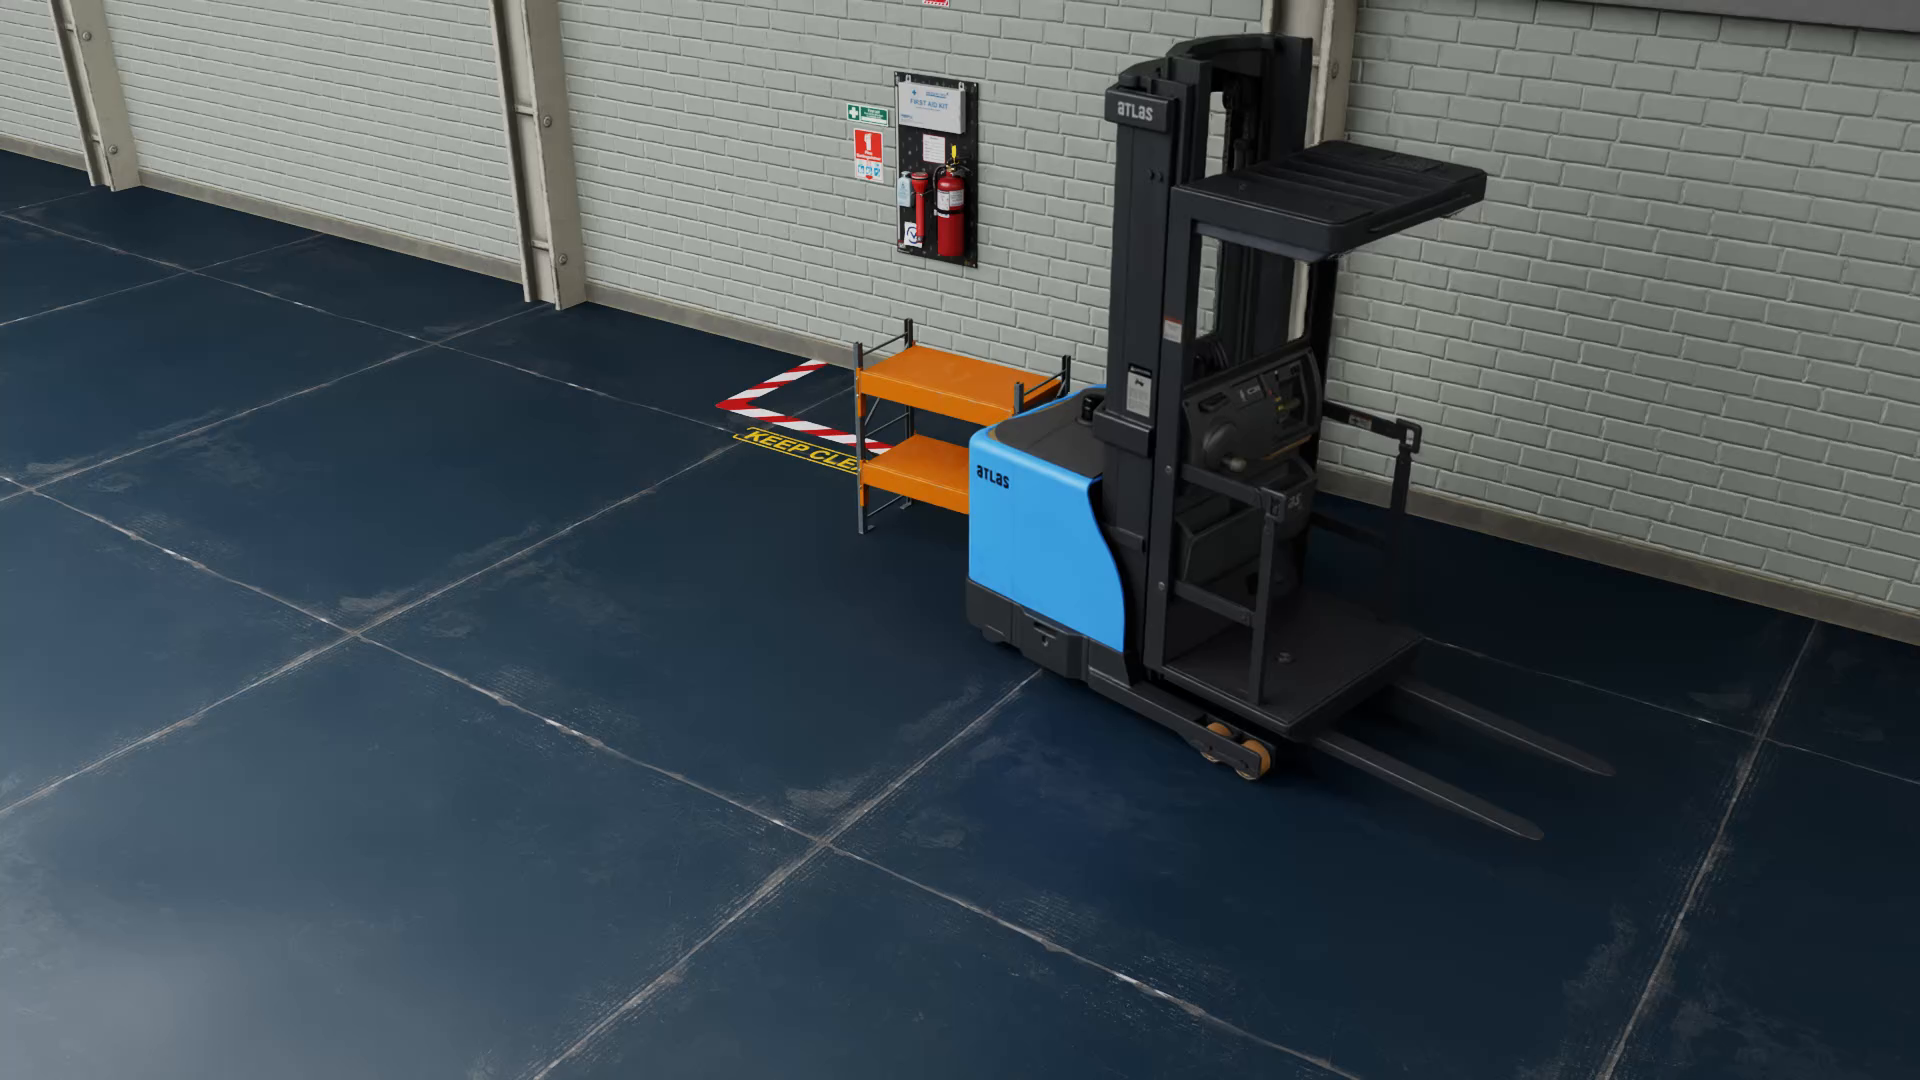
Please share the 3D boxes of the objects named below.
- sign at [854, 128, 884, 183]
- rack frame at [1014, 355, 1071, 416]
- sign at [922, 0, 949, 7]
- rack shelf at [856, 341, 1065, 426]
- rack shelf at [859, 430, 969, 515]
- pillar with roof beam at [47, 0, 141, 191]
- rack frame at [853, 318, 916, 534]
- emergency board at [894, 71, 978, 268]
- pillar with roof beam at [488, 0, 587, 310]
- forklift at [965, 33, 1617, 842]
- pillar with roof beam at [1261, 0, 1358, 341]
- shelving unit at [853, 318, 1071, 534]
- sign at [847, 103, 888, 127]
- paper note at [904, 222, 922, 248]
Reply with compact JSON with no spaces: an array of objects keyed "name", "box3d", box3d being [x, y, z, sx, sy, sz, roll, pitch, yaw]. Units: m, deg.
[{"name":"sign","box3d":[-0.595,-2.503,10.823,0.234,0.329,0.001,17,32,30]},{"name":"rack frame","box3d":[0.425,-0.369,8.735,0.032,1.125,0.500,17,32,30]},{"name":"sign","box3d":[-0.147,-3.379,10.027,0.199,0.298,0.001,17,32,30]},{"name":"rack shelf","box3d":[0.006,-0.760,8.859,1.000,0.278,0.538,17,32,30]},{"name":"rack shelf","box3d":[0.006,-0.282,9.102,1.000,0.278,0.538,17,32,30]},{"name":"pillar with roof beam","box3d":[-10.511,-5.804,10.733,0.400,9.000,9.100,17,32,30]},{"name":"rack frame","box3d":[-0.413,-0.630,9.248,0.032,1.125,0.500,17,32,30]},{"name":"emergency board","box3d":[-0.197,-2.307,10.476,0.643,1.169,0.194,17,32,30]},{"name":"pillar with roof beam","box3d":[-5.565,-4.263,7.705,0.400,9.000,9.100,17,32,30]},{"name":"forklift","box3d":[1.421,-0.533,7.065,1.130,2.935,3.031,-24,36,-39]},{"name":"pillar with roof beam","box3d":[-0.619,-2.722,4.678,0.400,9.000,9.100,17,32,30]},{"name":"shelving unit","box3d":[0.006,-0.500,8.991,1.048,1.125,0.538,17,32,30]},{"name":"sign","box3d":[-0.596,-2.735,10.693,0.331,0.109,0.001,17,32,30]},{"name":"paper note","box3d":[-0.304,-1.986,10.816,0.142,0.148,0.016,17,32,30]}]
